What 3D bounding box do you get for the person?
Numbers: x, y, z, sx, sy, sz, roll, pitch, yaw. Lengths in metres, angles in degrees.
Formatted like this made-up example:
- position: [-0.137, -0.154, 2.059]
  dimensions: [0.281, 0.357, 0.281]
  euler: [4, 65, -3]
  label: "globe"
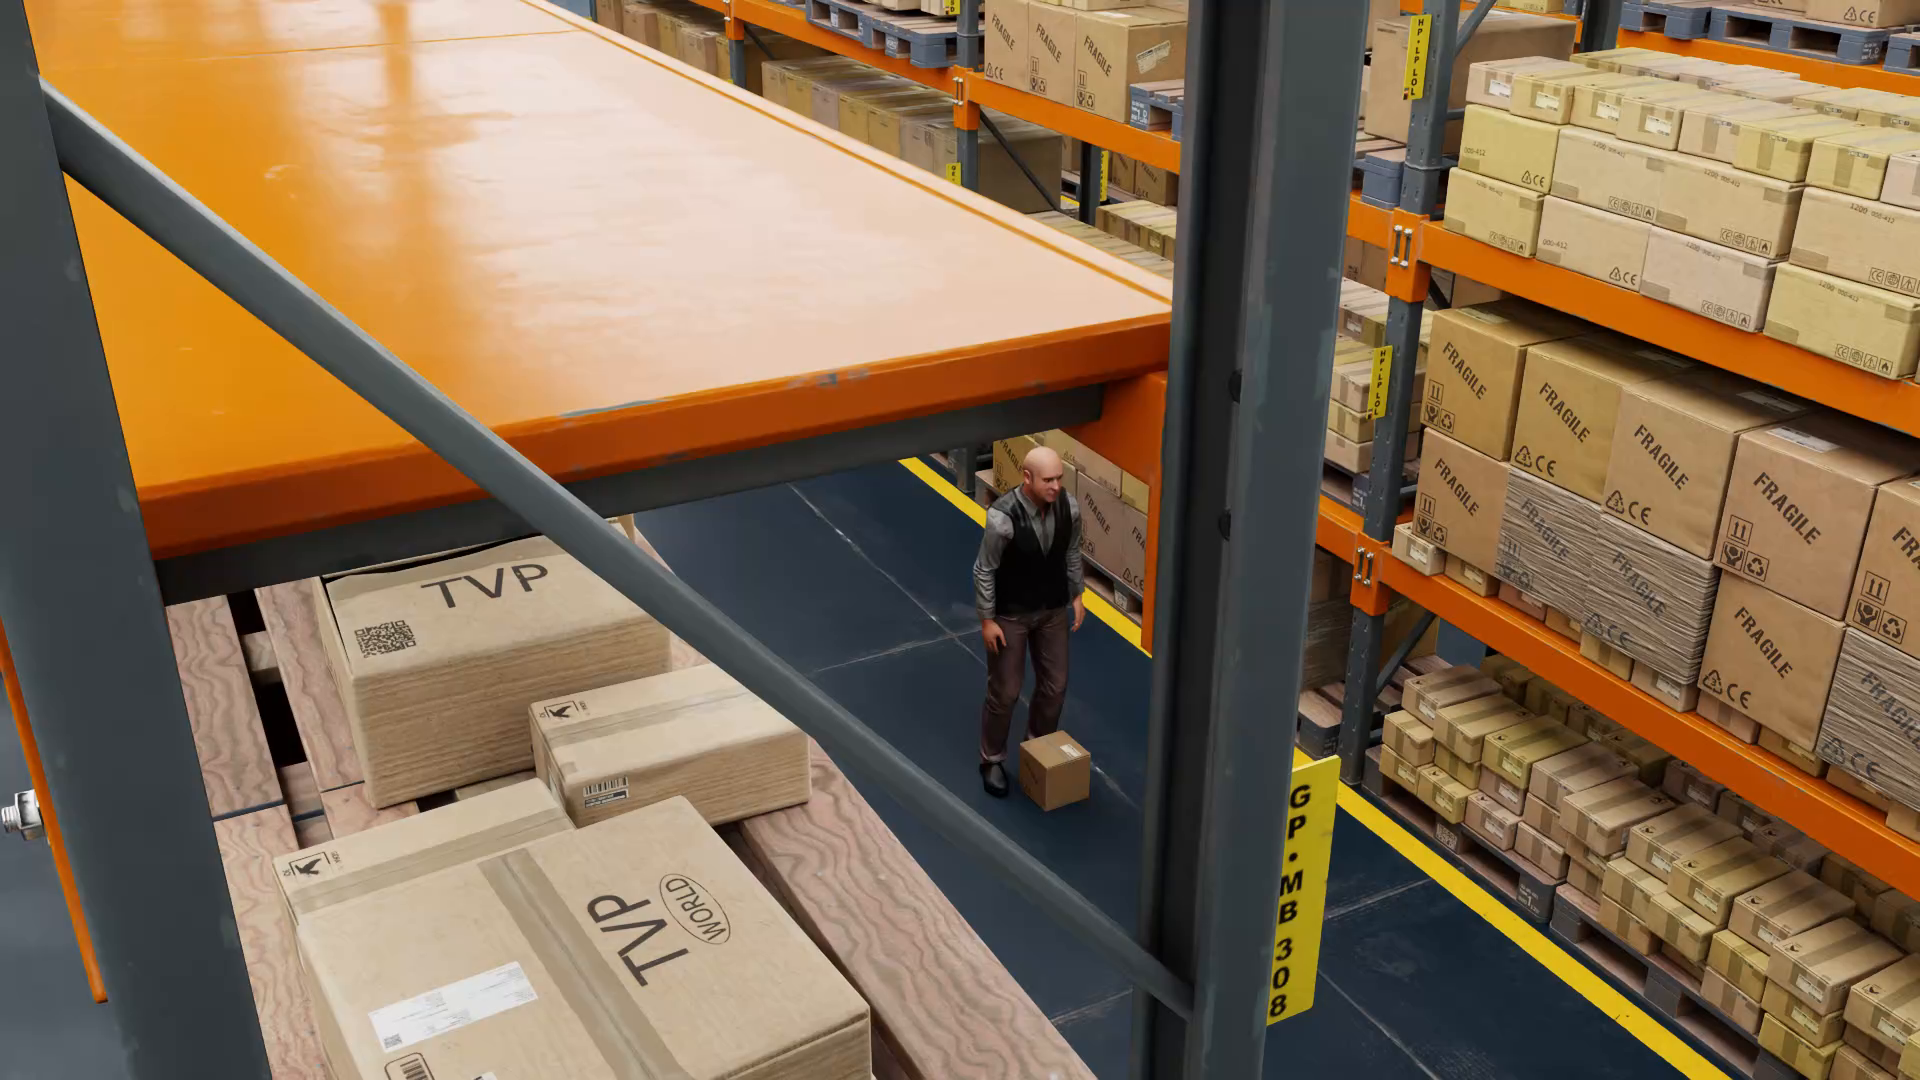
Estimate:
- position: [0.336, 0.349, 7.899]
  dimensions: [0.590, 1.722, 0.464]
  euler: [-14, 29, -27]
  label: "person"
